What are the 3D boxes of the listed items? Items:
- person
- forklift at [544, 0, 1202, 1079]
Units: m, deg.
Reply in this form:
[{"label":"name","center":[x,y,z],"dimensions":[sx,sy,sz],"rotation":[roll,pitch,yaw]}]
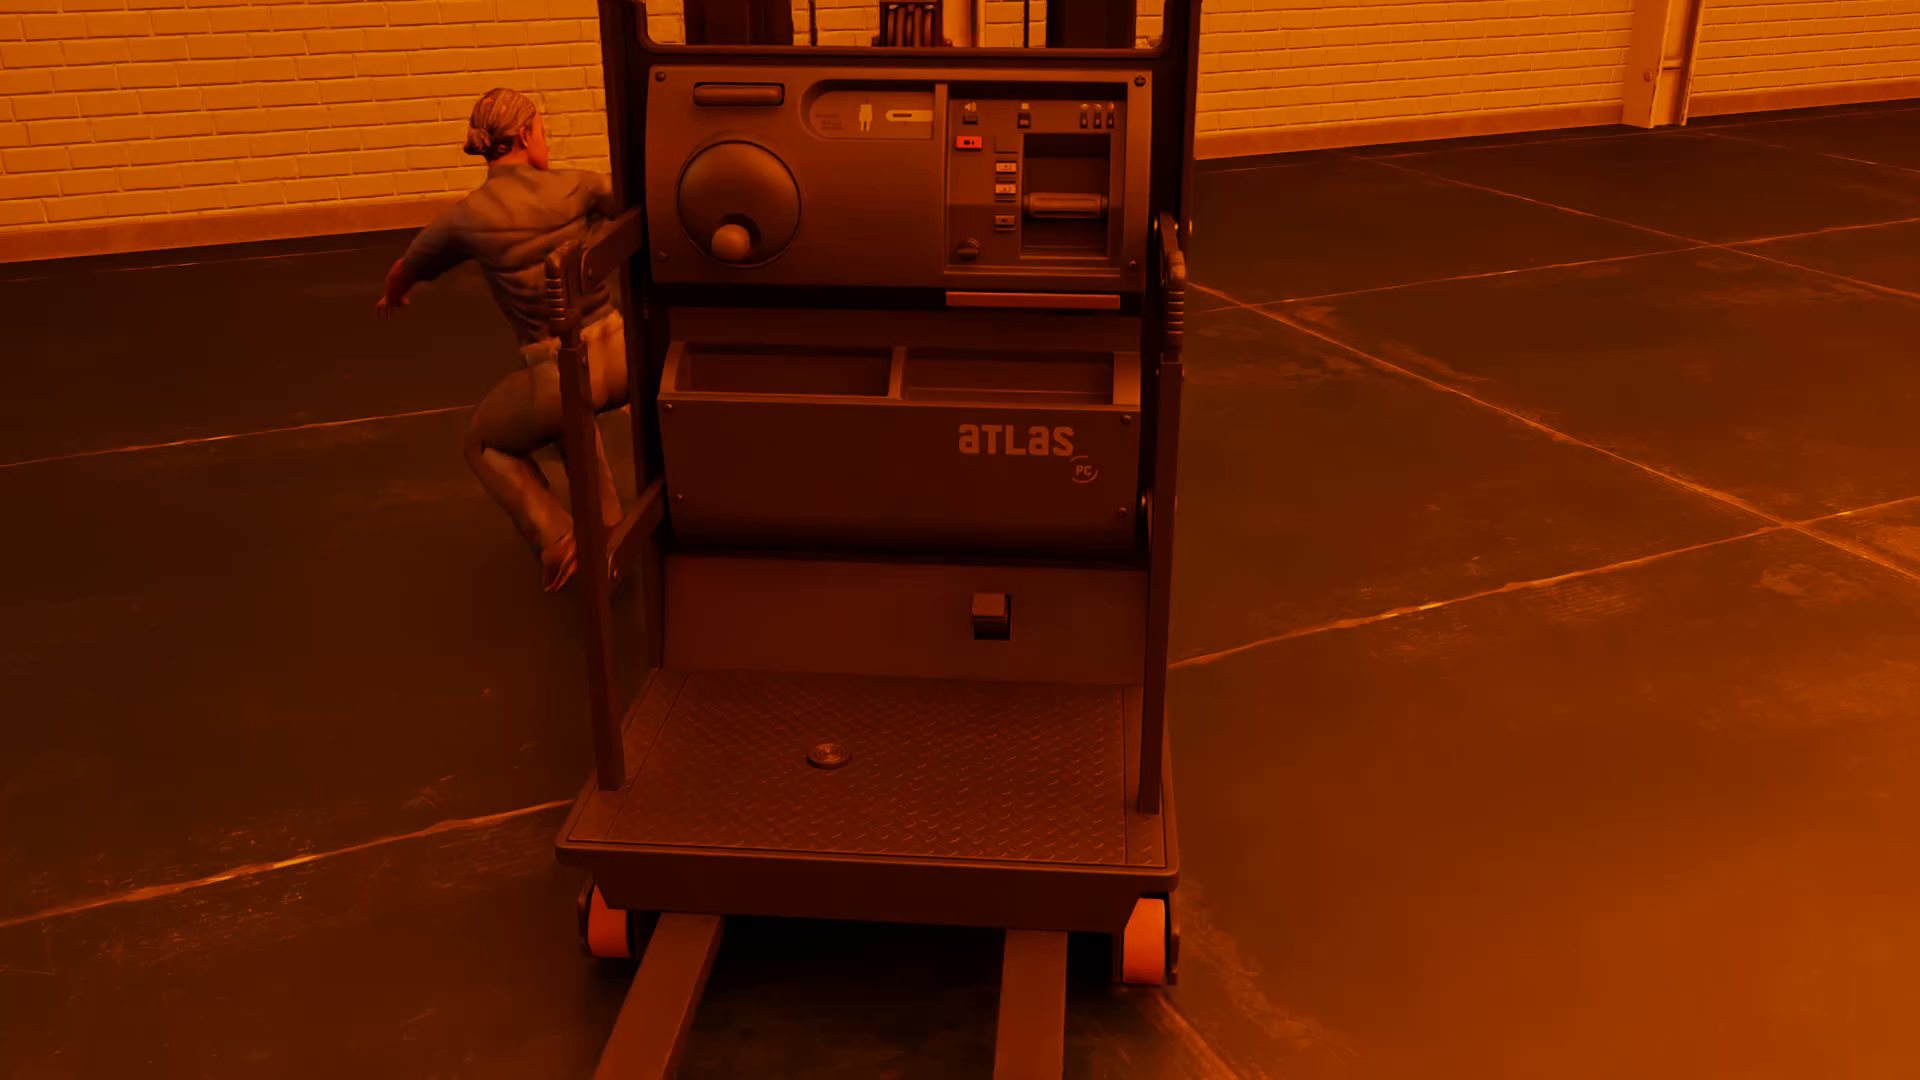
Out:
[{"label":"person","center":[-1.203,-0.590,4.741],"dimensions":[0.705,1.384,0.910],"rotation":[-18,28,-36]},{"label":"forklift","center":[-0.131,-0.655,2.864],"dimensions":[1.130,2.935,3.031],"rotation":[2,23,4]}]
